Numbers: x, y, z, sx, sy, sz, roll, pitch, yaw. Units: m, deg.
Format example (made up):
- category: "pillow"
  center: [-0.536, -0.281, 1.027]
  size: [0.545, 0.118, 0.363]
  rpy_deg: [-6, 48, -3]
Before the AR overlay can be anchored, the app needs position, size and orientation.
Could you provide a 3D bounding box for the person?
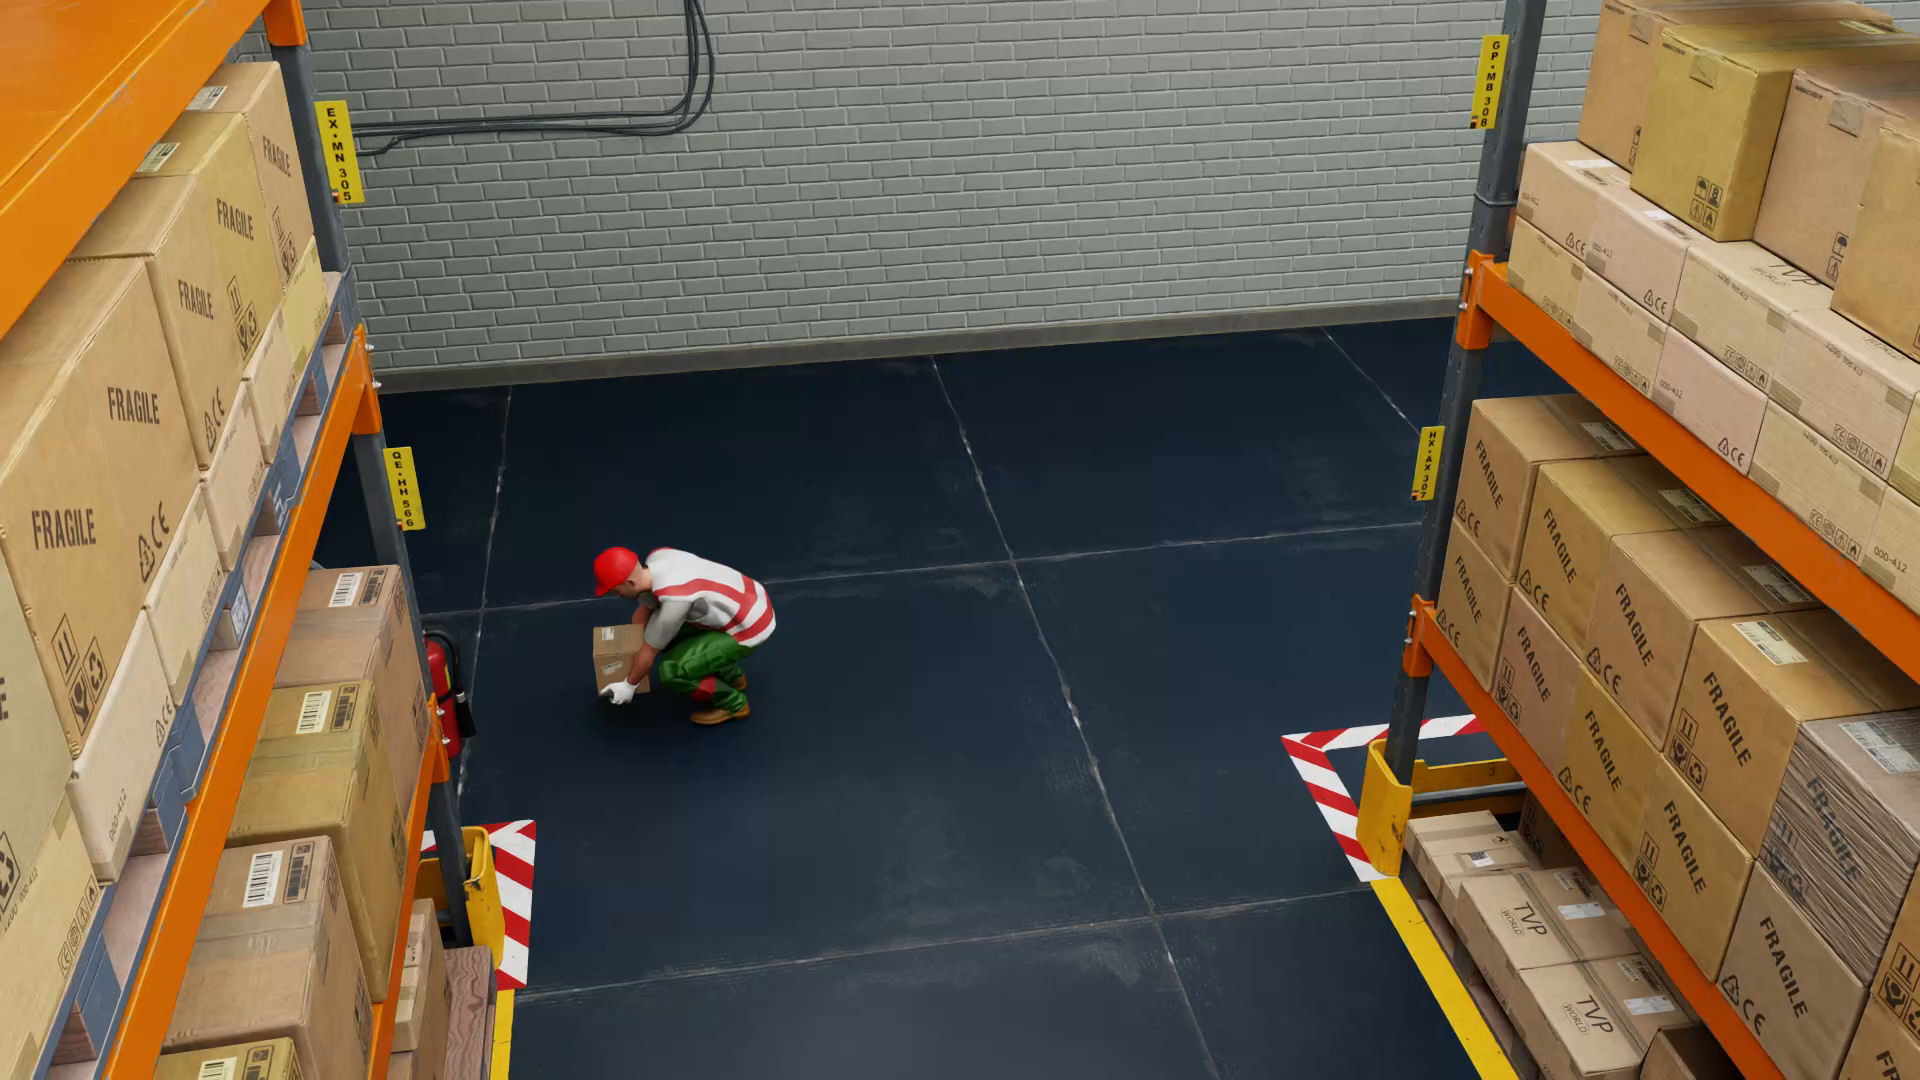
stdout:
- category: "person"
  center: [-1.352, 0.421, 8.185]
  size: [0.885, 1.001, 0.545]
  rpy_deg: [-6, 31, -10]
